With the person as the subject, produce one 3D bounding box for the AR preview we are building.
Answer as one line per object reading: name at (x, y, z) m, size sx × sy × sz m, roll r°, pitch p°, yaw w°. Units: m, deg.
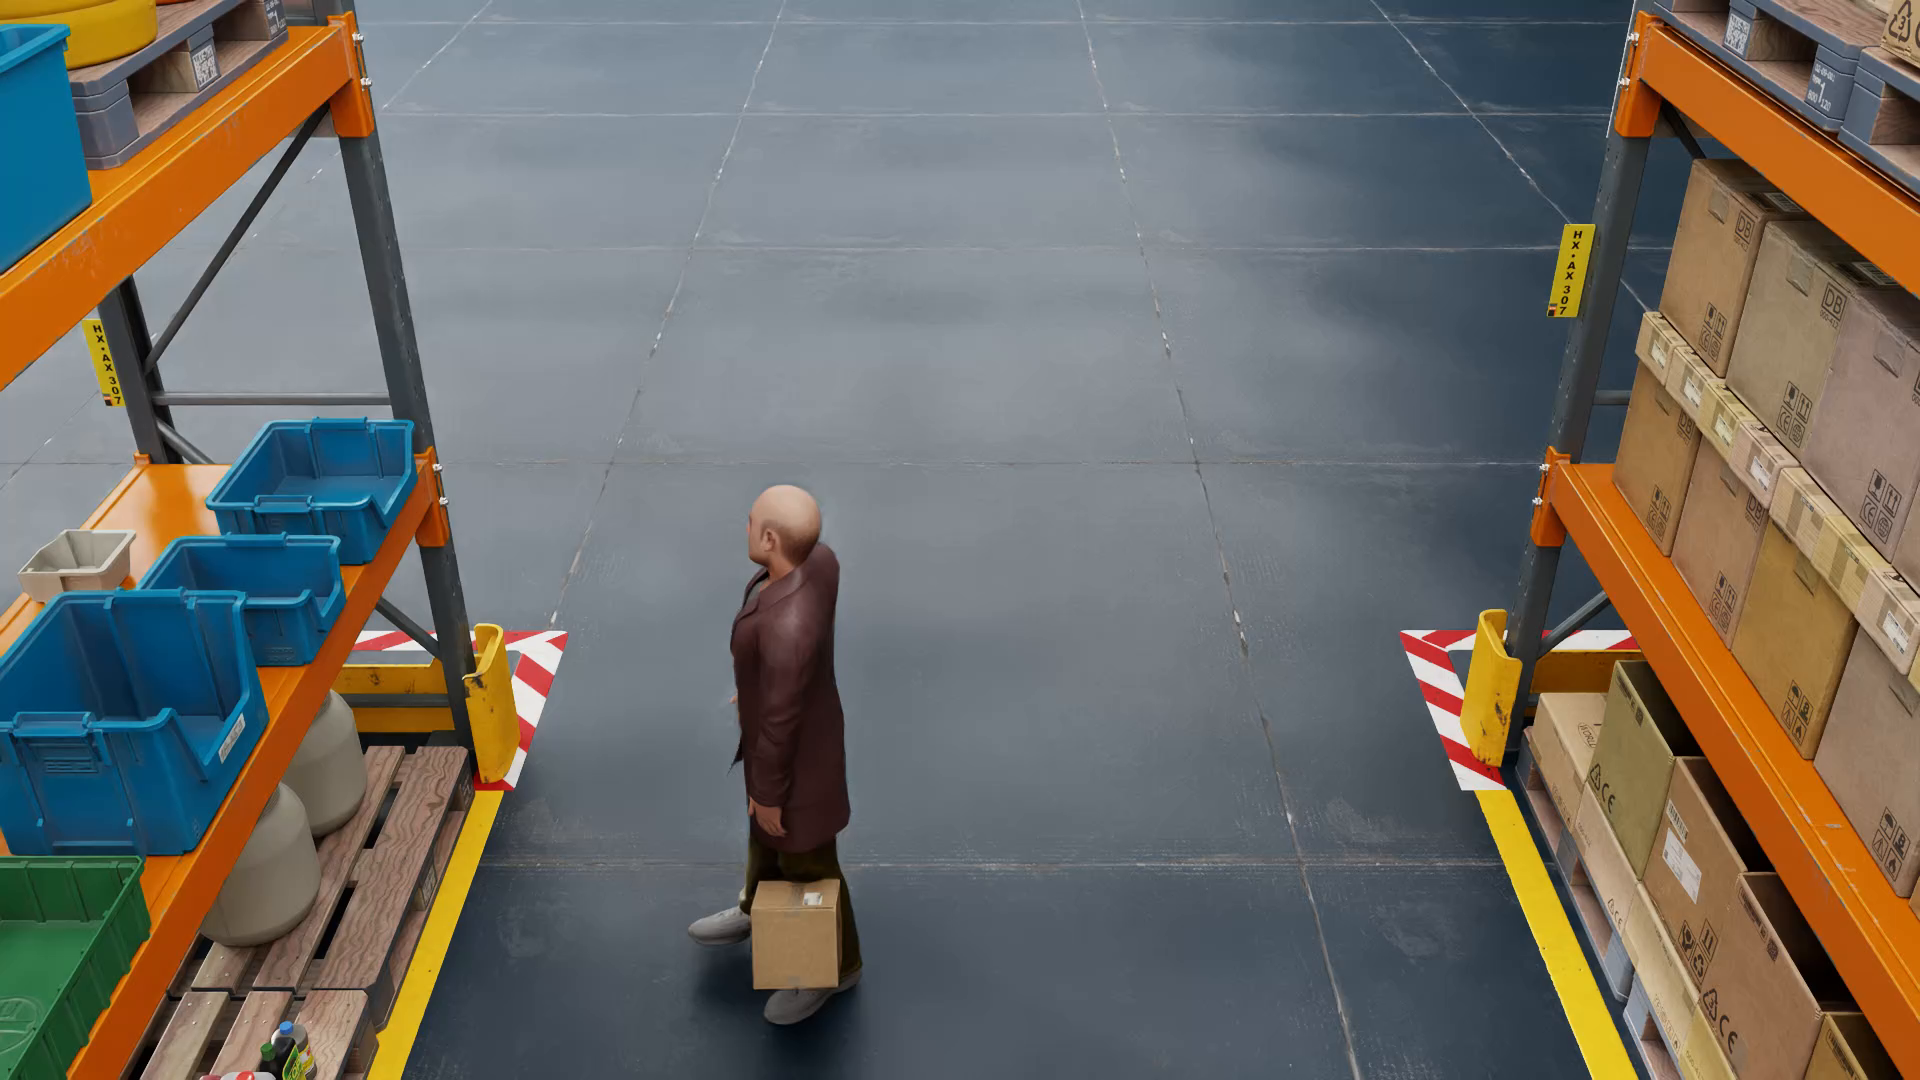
person at (-0.608, 0.727, 5.089) m, size 0.586 × 1.586 × 0.609 m, roll -1°, pitch 31°, yaw -2°
